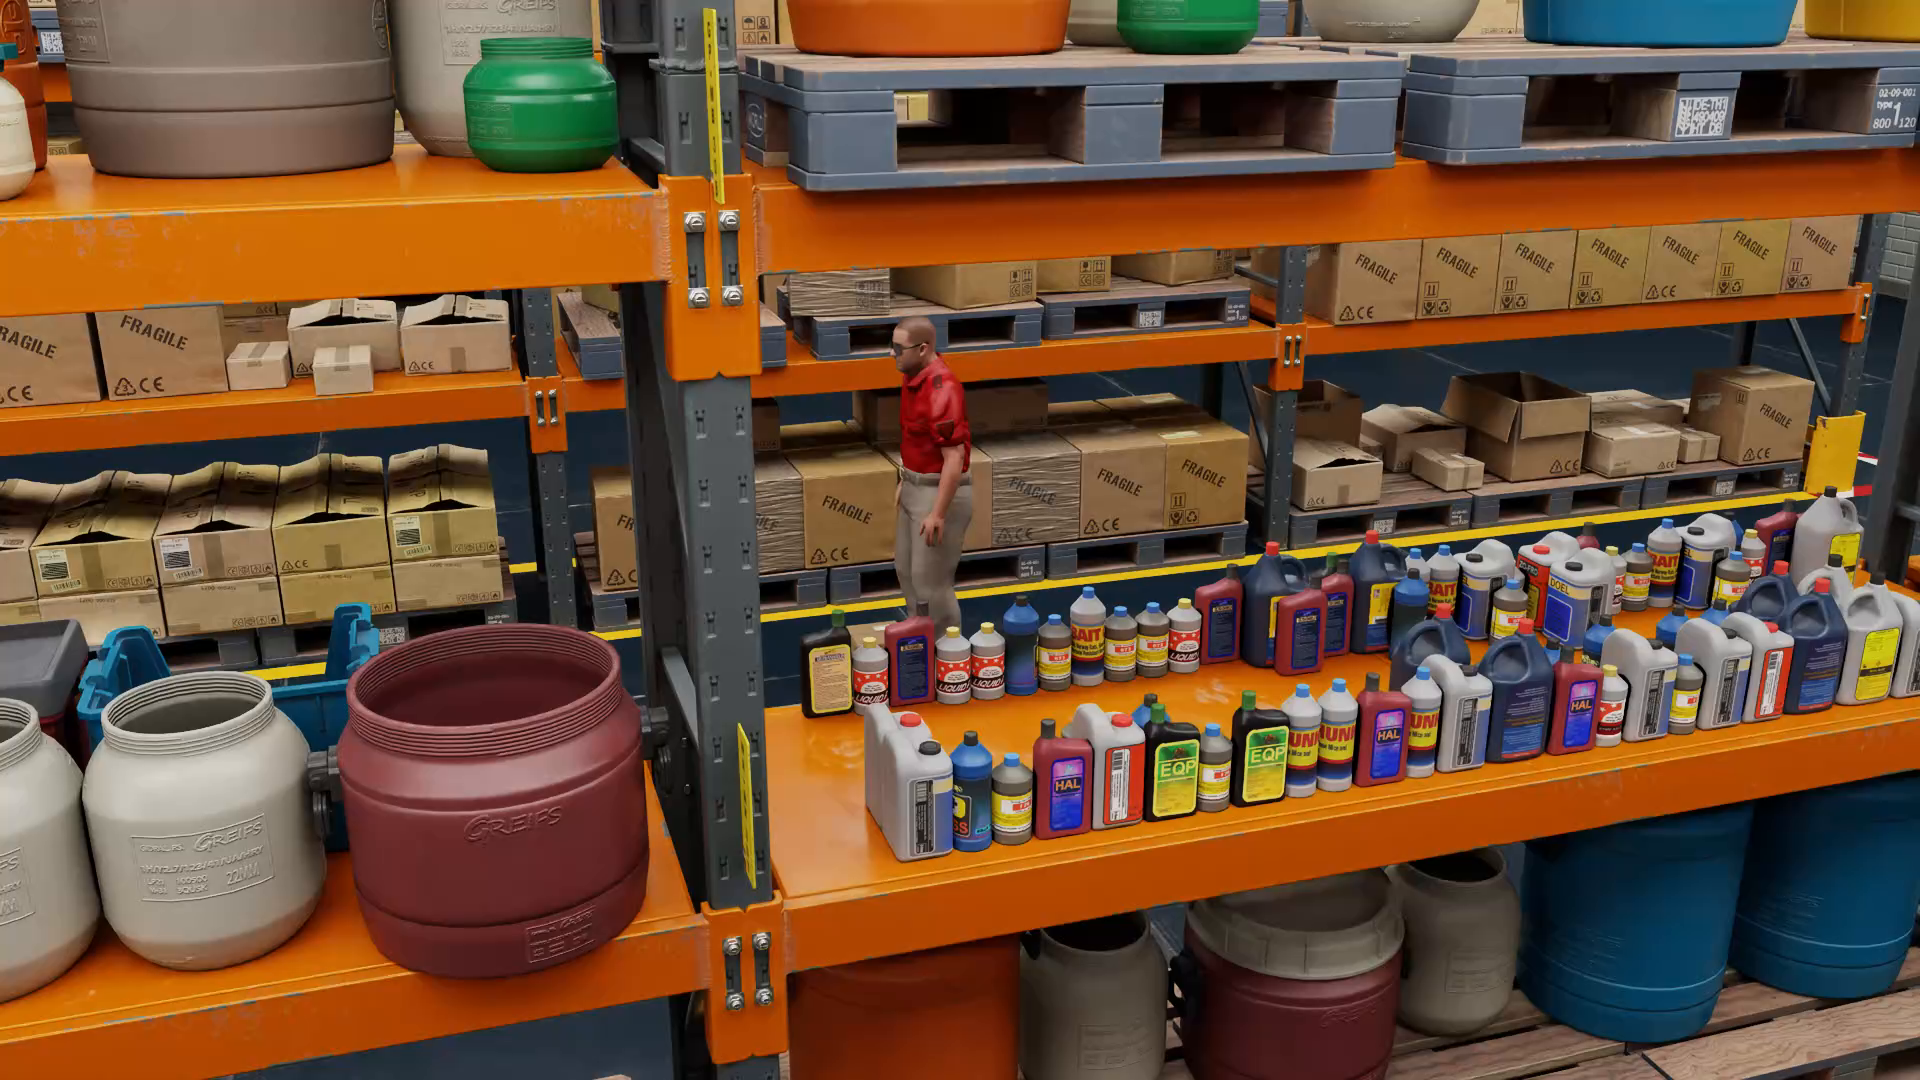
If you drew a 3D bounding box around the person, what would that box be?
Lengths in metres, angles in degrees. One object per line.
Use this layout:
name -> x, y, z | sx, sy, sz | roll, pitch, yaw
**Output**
person -> -0.150, -0.179, 7.602 | 0.393, 1.727, 0.586 | -6, 20, -16
